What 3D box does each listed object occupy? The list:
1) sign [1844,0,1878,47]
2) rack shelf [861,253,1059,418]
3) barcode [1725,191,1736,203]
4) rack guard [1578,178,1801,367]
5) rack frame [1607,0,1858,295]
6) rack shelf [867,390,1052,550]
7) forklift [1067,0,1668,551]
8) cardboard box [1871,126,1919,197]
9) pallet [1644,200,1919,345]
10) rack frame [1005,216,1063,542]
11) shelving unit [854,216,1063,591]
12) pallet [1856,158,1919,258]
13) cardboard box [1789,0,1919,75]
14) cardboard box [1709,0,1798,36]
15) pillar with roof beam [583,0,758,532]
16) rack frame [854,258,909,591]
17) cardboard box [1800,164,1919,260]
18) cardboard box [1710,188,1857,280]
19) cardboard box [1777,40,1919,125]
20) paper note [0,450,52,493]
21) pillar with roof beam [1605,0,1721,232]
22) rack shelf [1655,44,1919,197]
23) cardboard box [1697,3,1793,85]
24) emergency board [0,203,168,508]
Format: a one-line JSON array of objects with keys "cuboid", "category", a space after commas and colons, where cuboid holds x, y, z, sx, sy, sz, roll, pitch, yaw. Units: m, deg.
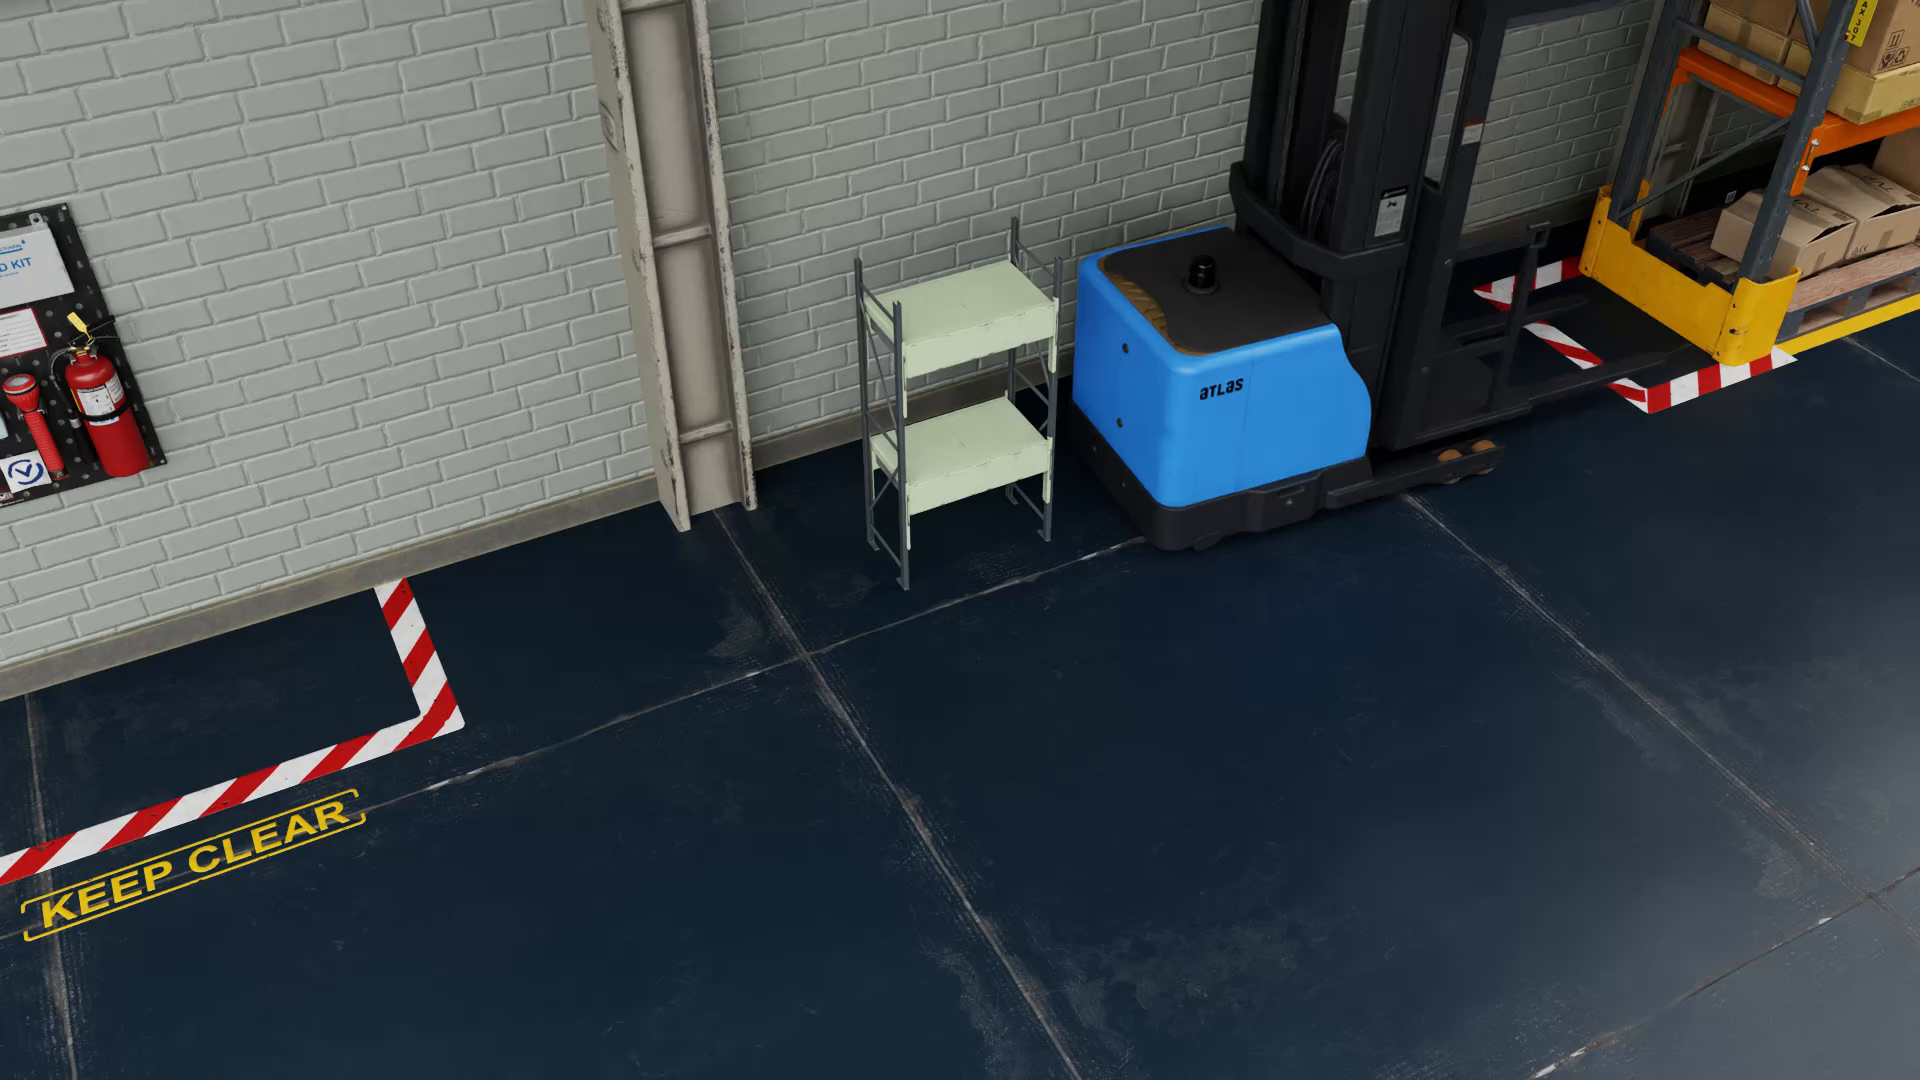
[{"cuboid": [4.145, -2.434, 7.623, 0.005, 0.325, 0.100, -19, 44, -21], "category": "sign"}, {"cuboid": [-0.006, -0.868, 7.000, 0.720, 0.370, 0.431, -19, 44, -21], "category": "rack shelf"}, {"cuboid": [4.381, -1.949, 9.453, 0.075, 0.075, 0.001, -19, 44, -21], "category": "barcode"}, {"cuboid": [3.962, -1.483, 9.104, 0.348, 0.500, 1.175, -19, 44, -21], "category": "rack guard"}, {"cuboid": [3.894, -2.414, 8.270, 0.127, 3.000, 1.000, -19, 44, -21], "category": "rack frame"}, {"cuboid": [-0.006, -0.322, 7.463, 0.720, 0.370, 0.431, -19, 44, -21], "category": "rack shelf"}, {"cuboid": [2.094, -1.689, 7.466, 3.031, 2.935, 1.130, -15, 43, -17], "category": "forklift"}, {"cuboid": [5.729, -2.144, 9.544, 0.500, 0.500, 0.700, -21, 45, -23], "category": "cardboard box"}, {"cuboid": [4.699, -1.595, 9.460, 1.213, 0.211, 1.003, -19, 44, -21], "category": "pallet"}, {"cuboid": [0.319, -0.680, 7.381, 0.023, 1.500, 0.400, -19, 44, -21], "category": "rack frame"}, {"cuboid": [-0.006, -0.570, 7.252, 0.755, 1.500, 0.431, -19, 44, -21], "category": "shelving unit"}, {"cuboid": [5.779, -1.957, 9.887, 1.213, 0.211, 1.003, -19, 44, -21], "category": "pallet"}, {"cuboid": [4.457, -2.621, 8.034, 0.500, 0.500, 0.500, -19, 44, -21], "category": "cardboard box"}, {"cuboid": [4.214, -2.914, 8.379, 0.500, 0.500, 0.500, -19, 44, -21], "category": "cardboard box"}, {"cuboid": [0.783, -1.151, 2.134, 0.400, 9.000, 9.100, -19, 44, -21], "category": "pillar with roof beam"}, {"cuboid": [-0.331, -0.461, 7.123, 0.023, 1.500, 0.400, -19, 44, -21], "category": "rack frame"}, {"cuboid": [5.055, -1.881, 9.380, 0.500, 0.311, 0.500, -15, 43, -17], "category": "cardboard box"}, {"cuboid": [4.549, -1.711, 9.179, 0.500, 0.311, 0.500, -24, 46, -25], "category": "cardboard box"}, {"cuboid": [4.474, -2.329, 8.269, 0.500, 0.250, 0.500, -20, 44, -22], "category": "cardboard box"}, {"cuboid": [-3.604, -0.263, 6.410, 0.142, 0.148, 0.016, -19, 44, -21], "category": "paper note"}, {"cuboid": [6.104, -2.942, 4.249, 0.400, 9.000, 9.100, -19, 44, -21], "category": "pillar with roof beam"}, {"cuboid": [5.668, -2.737, 9.207, 4.000, 0.370, 1.077, -19, 44, -21], "category": "rack shelf"}, {"cuboid": [4.219, -2.615, 8.608, 0.500, 0.250, 0.500, -18, 43, -20], "category": "cardboard box"}, {"cuboid": [-3.415, -0.613, 6.141, 0.643, 1.169, 0.194, -19, 44, -21], "category": "emergency board"}]
